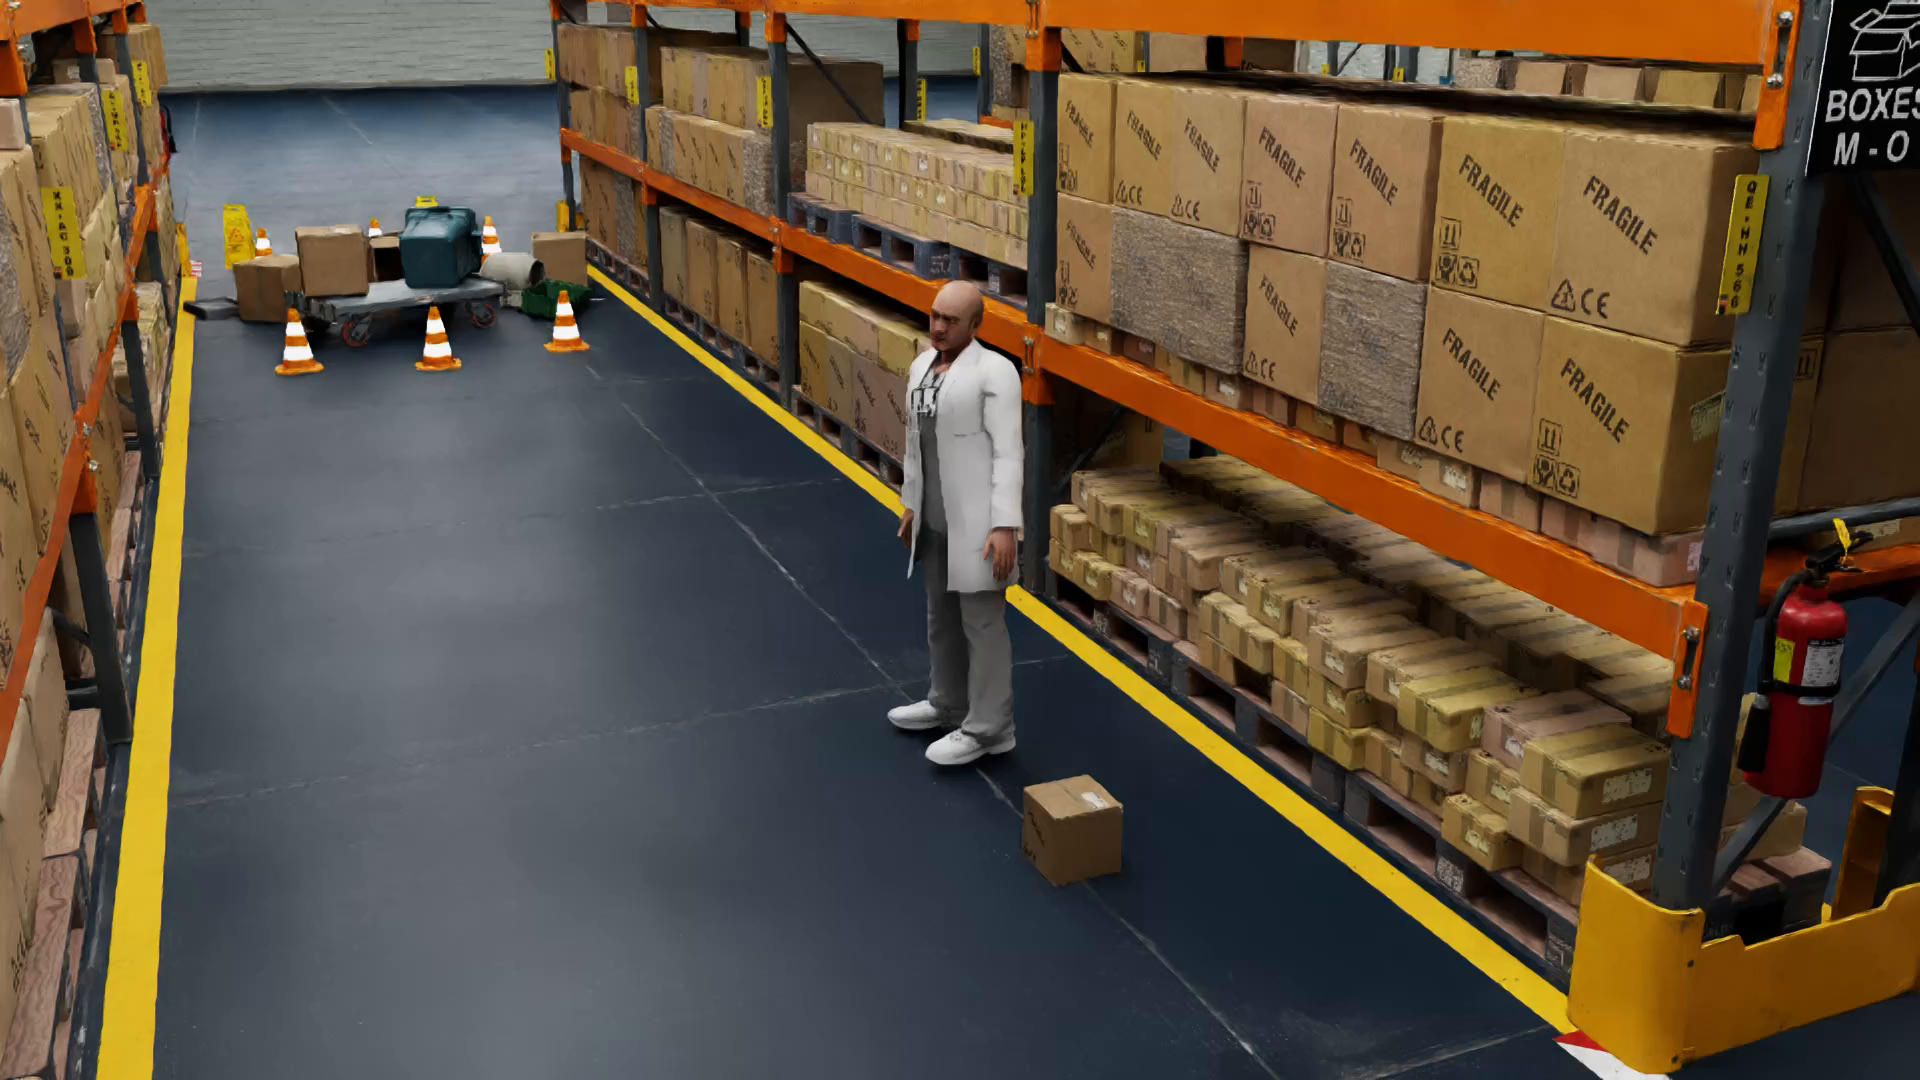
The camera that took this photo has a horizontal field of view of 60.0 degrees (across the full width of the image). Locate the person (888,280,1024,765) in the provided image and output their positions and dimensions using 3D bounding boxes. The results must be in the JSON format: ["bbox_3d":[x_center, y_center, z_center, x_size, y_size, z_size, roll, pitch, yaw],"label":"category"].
[{"bbox_3d":[-0.021,-0.053,6.143,0.431,1.792,0.695,-15,23,-37],"label":"person"}]
